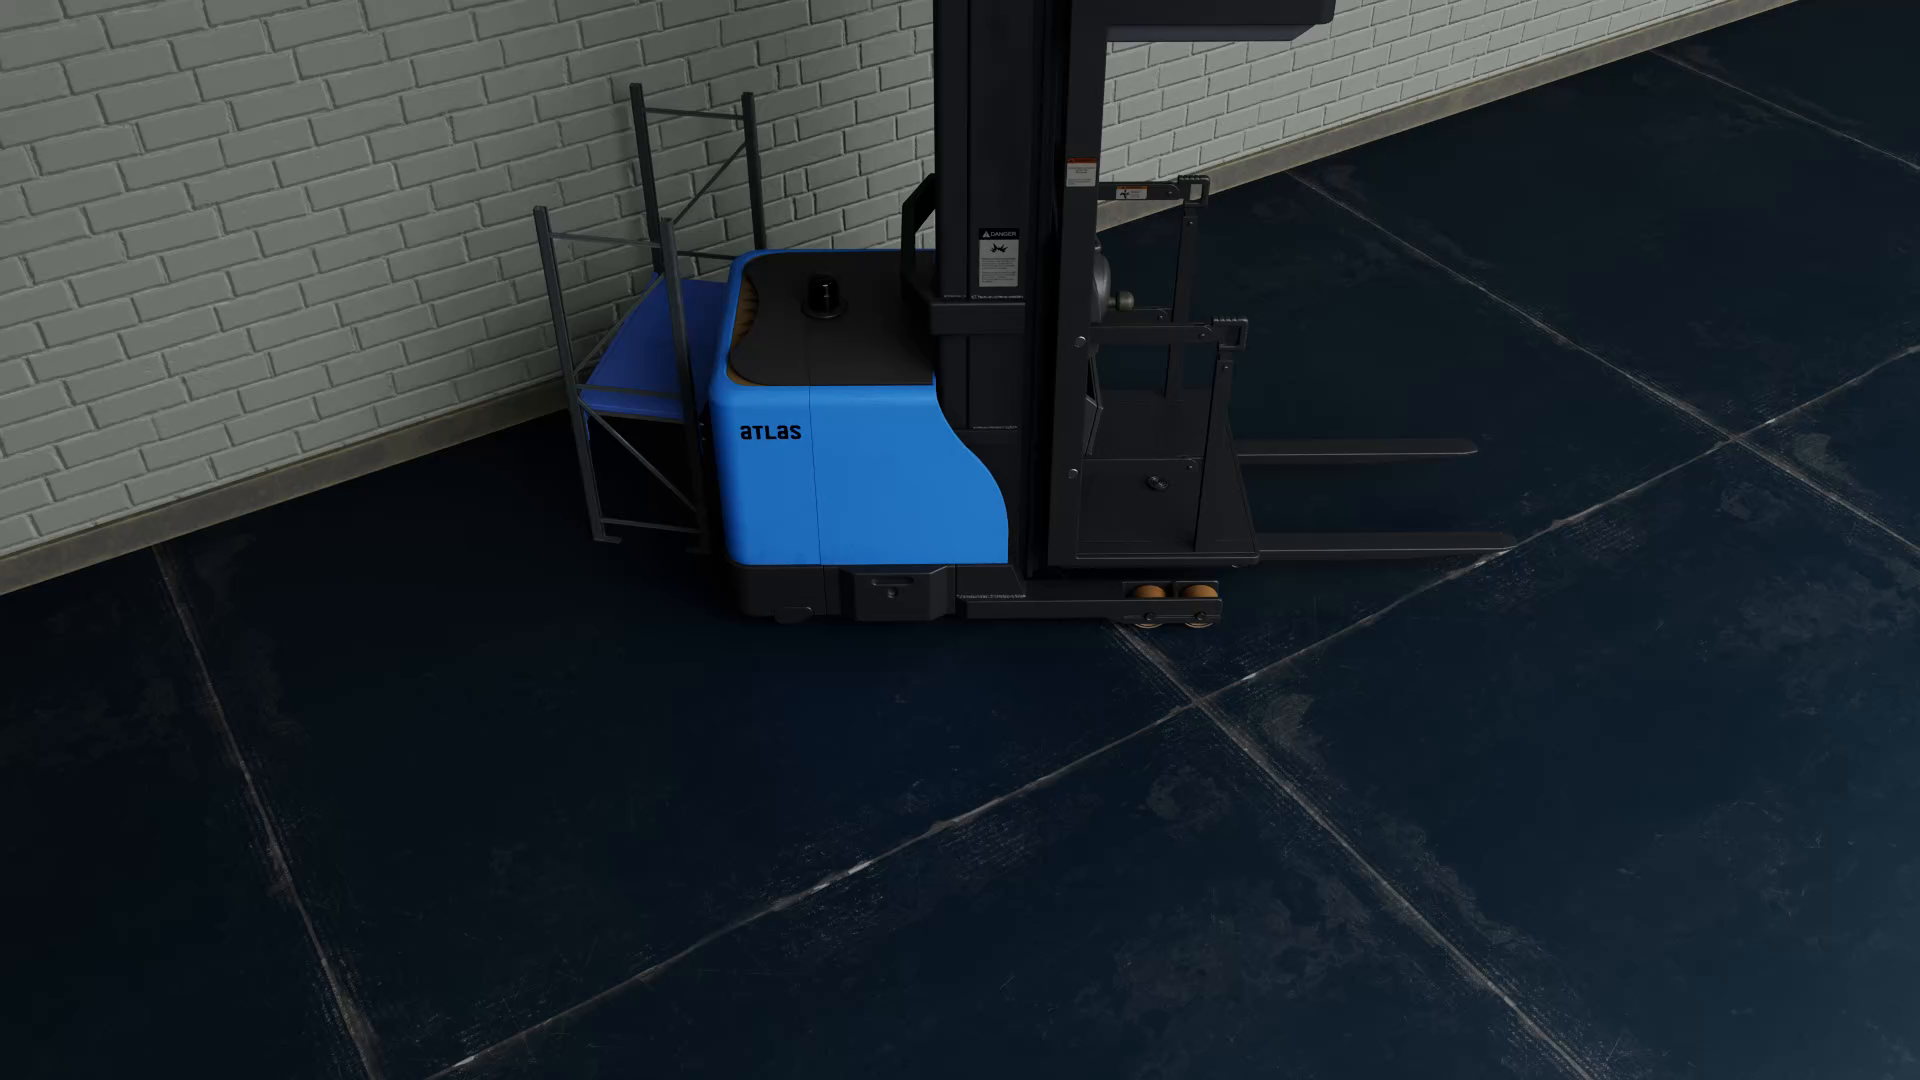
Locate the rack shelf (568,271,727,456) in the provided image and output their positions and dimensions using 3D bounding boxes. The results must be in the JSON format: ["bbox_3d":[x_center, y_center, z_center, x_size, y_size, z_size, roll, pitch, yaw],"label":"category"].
[{"bbox_3d":[-1.148,-0.737,6.743,0.538,0.185,1.000,7,40,8],"label":"rack shelf"}]

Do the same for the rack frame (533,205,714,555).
[{"bbox_3d":[-1.239,-0.555,6.244,0.500,1.500,0.032,7,40,8],"label":"rack frame"}]

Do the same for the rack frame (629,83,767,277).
[{"bbox_3d":[-1.056,-1.195,7.012,0.500,1.500,0.032,7,40,8],"label":"rack frame"}]

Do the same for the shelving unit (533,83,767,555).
[{"bbox_3d":[-1.148,-0.875,6.628,0.538,1.500,1.048,7,40,8],"label":"shelving unit"}]

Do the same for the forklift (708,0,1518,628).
[{"bbox_3d":[0.622,-1.131,5.818,3.031,2.935,1.130,0,40,-1],"label":"forklift"}]
